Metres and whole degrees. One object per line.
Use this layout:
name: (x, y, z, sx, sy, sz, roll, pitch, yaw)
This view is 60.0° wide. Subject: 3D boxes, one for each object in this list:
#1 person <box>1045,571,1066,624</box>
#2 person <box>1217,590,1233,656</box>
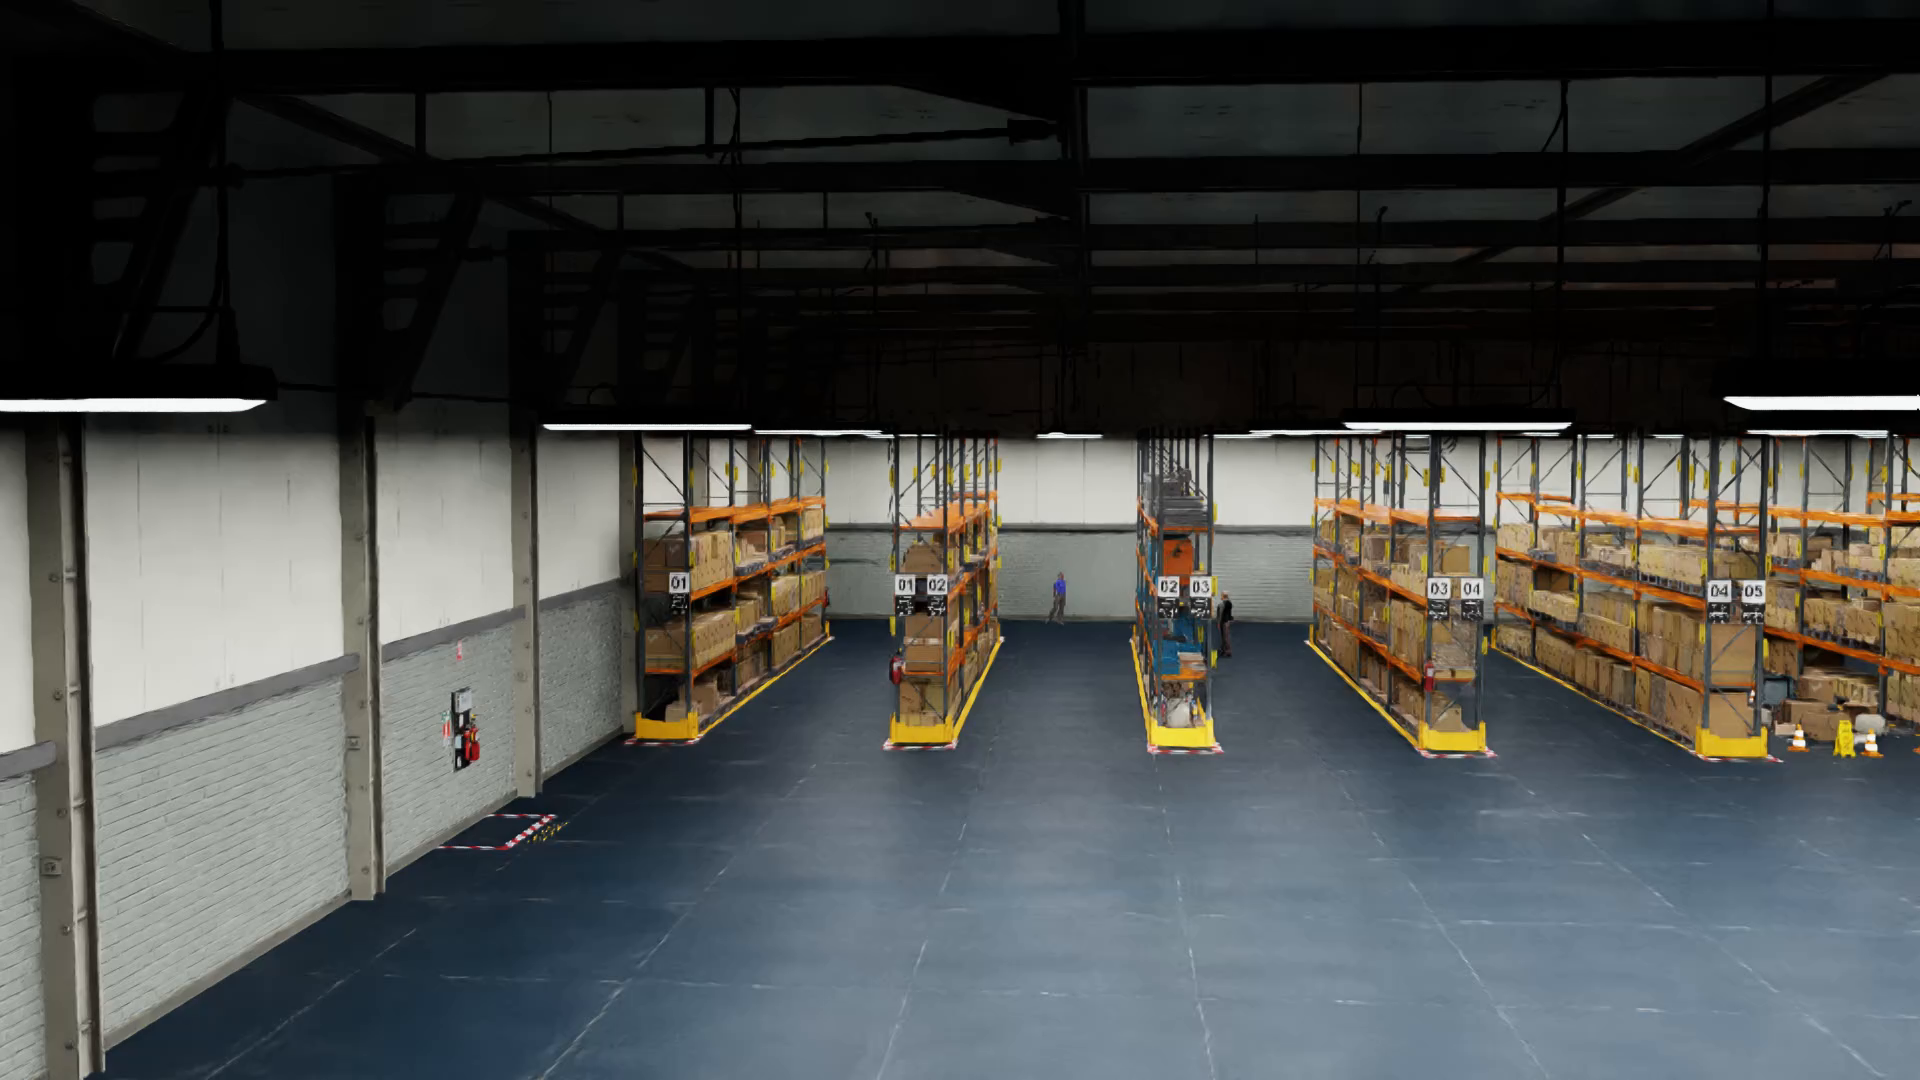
person: (2.989, 1.792, 51.743, 0.642, 1.646, 0.492, -3, 4, -38)
person: (7.009, 2.199, 44.177, 0.576, 1.708, 0.626, 2, 4, 34)
